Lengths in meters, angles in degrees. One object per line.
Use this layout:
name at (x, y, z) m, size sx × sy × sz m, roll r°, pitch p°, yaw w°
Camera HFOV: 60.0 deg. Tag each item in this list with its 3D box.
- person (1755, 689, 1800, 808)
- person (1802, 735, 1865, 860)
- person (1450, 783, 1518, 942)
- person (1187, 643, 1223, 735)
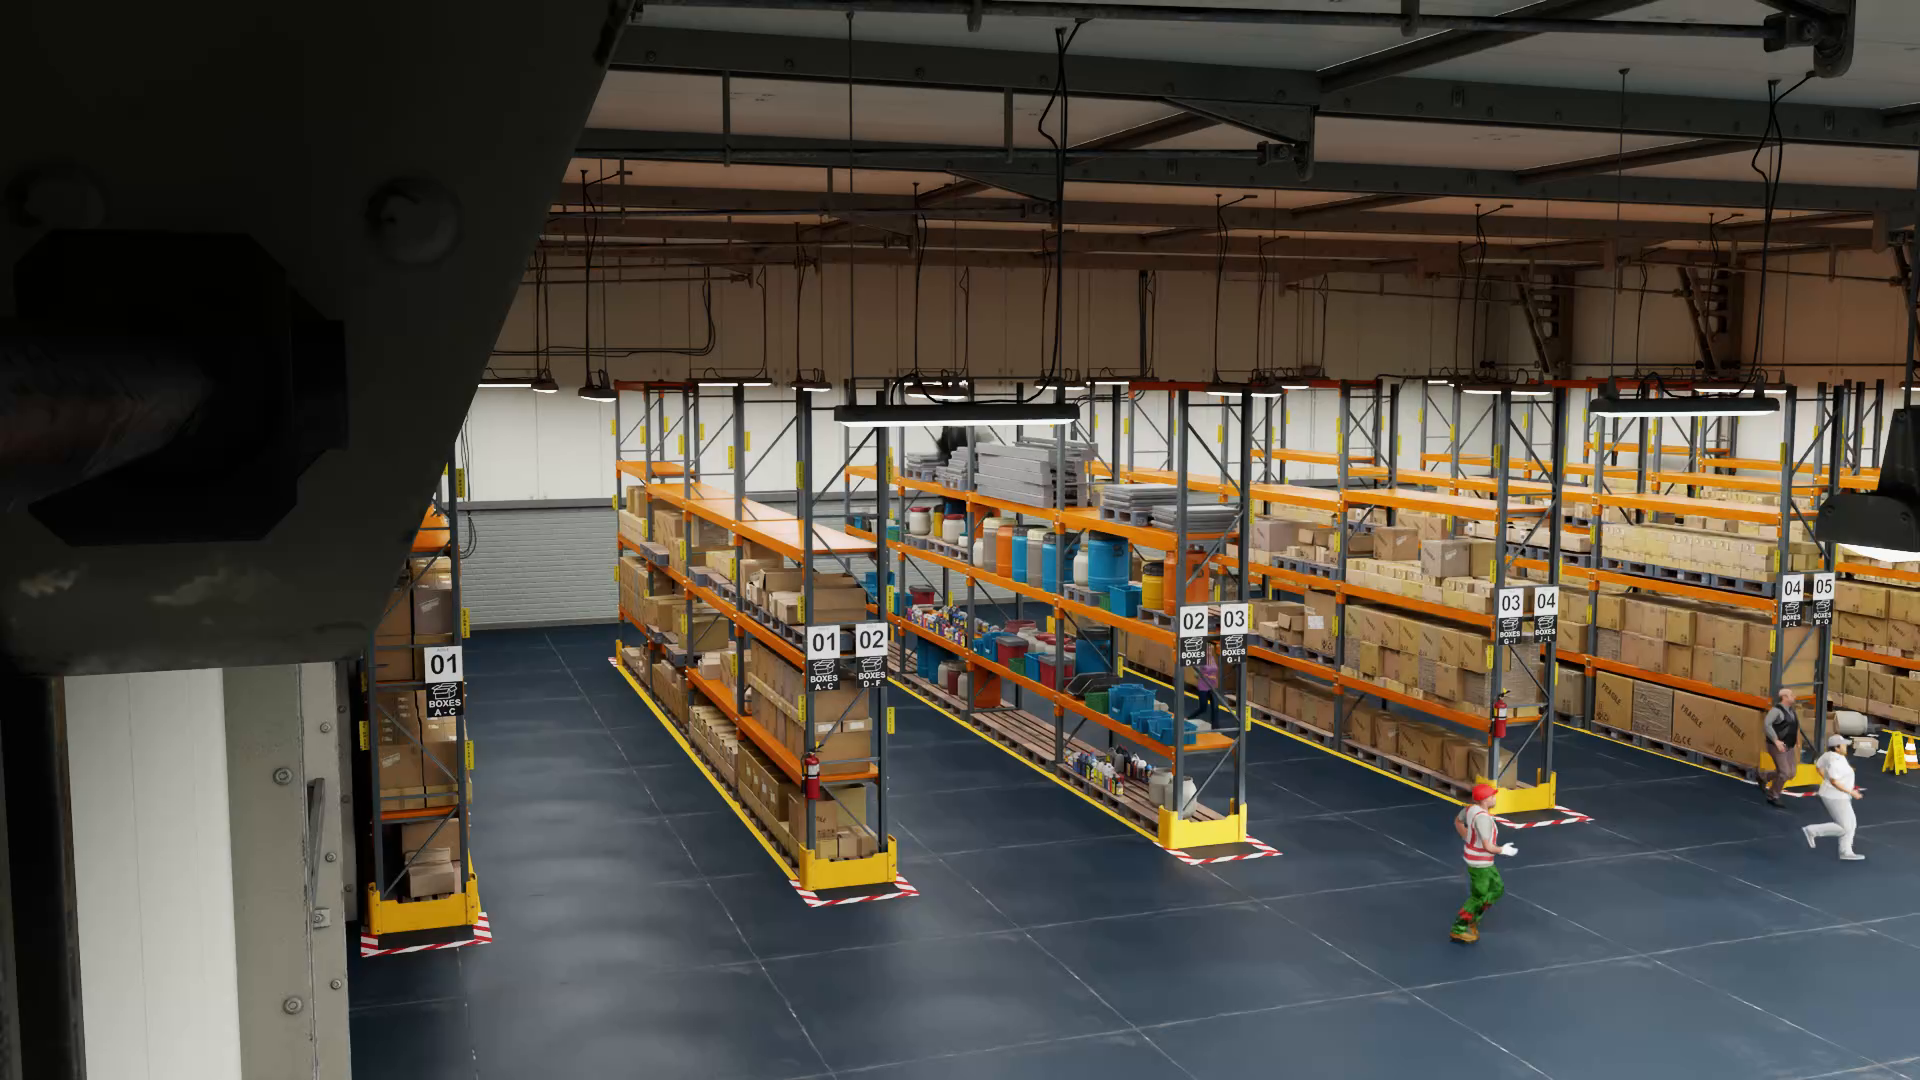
person at (11.846, 2.977, 24.072) m, size 0.701 × 1.672 × 0.569 m, roll -4°, pitch 7°, yaw -35°
person at (11.188, 3.288, 21.264) m, size 0.769 × 1.624 × 0.621 m, roll 2°, pitch 6°, yaw 15°
person at (5.730, 3.534, 18.195) m, size 0.676 × 1.785 × 0.686 m, roll 1°, pitch 6°, yaw 9°
person at (4.184, 2.533, 28.143) m, size 0.545 × 1.580 × 0.873 m, roll -4°, pitch 7°, yaw -34°
